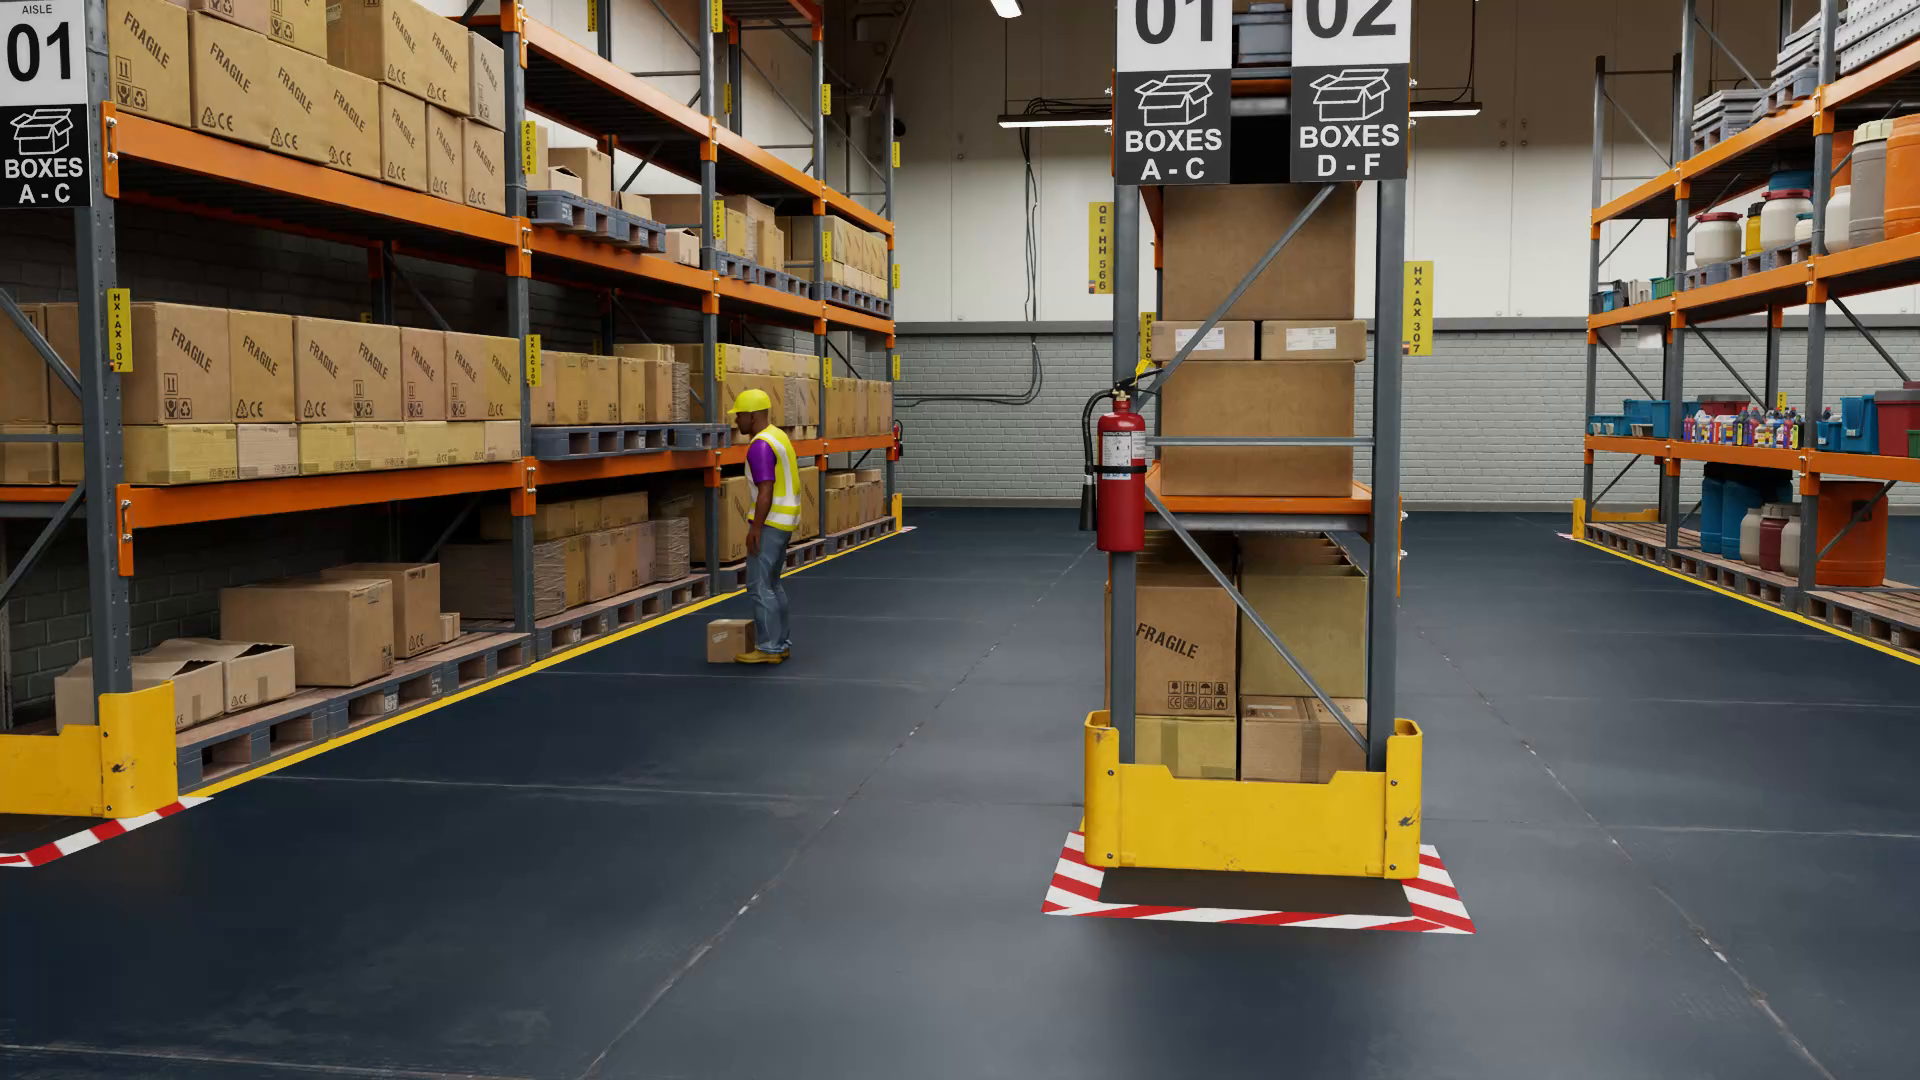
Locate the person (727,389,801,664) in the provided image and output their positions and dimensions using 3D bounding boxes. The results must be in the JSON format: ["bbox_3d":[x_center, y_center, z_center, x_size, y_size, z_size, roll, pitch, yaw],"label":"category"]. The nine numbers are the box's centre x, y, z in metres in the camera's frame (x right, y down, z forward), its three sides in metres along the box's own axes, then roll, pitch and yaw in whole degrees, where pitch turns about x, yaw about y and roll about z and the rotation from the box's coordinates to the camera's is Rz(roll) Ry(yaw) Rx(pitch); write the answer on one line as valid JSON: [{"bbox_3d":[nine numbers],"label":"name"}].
[{"bbox_3d":[-1.263,-0.092,10.732,0.461,1.759,0.628,0,4,6],"label":"person"}]
